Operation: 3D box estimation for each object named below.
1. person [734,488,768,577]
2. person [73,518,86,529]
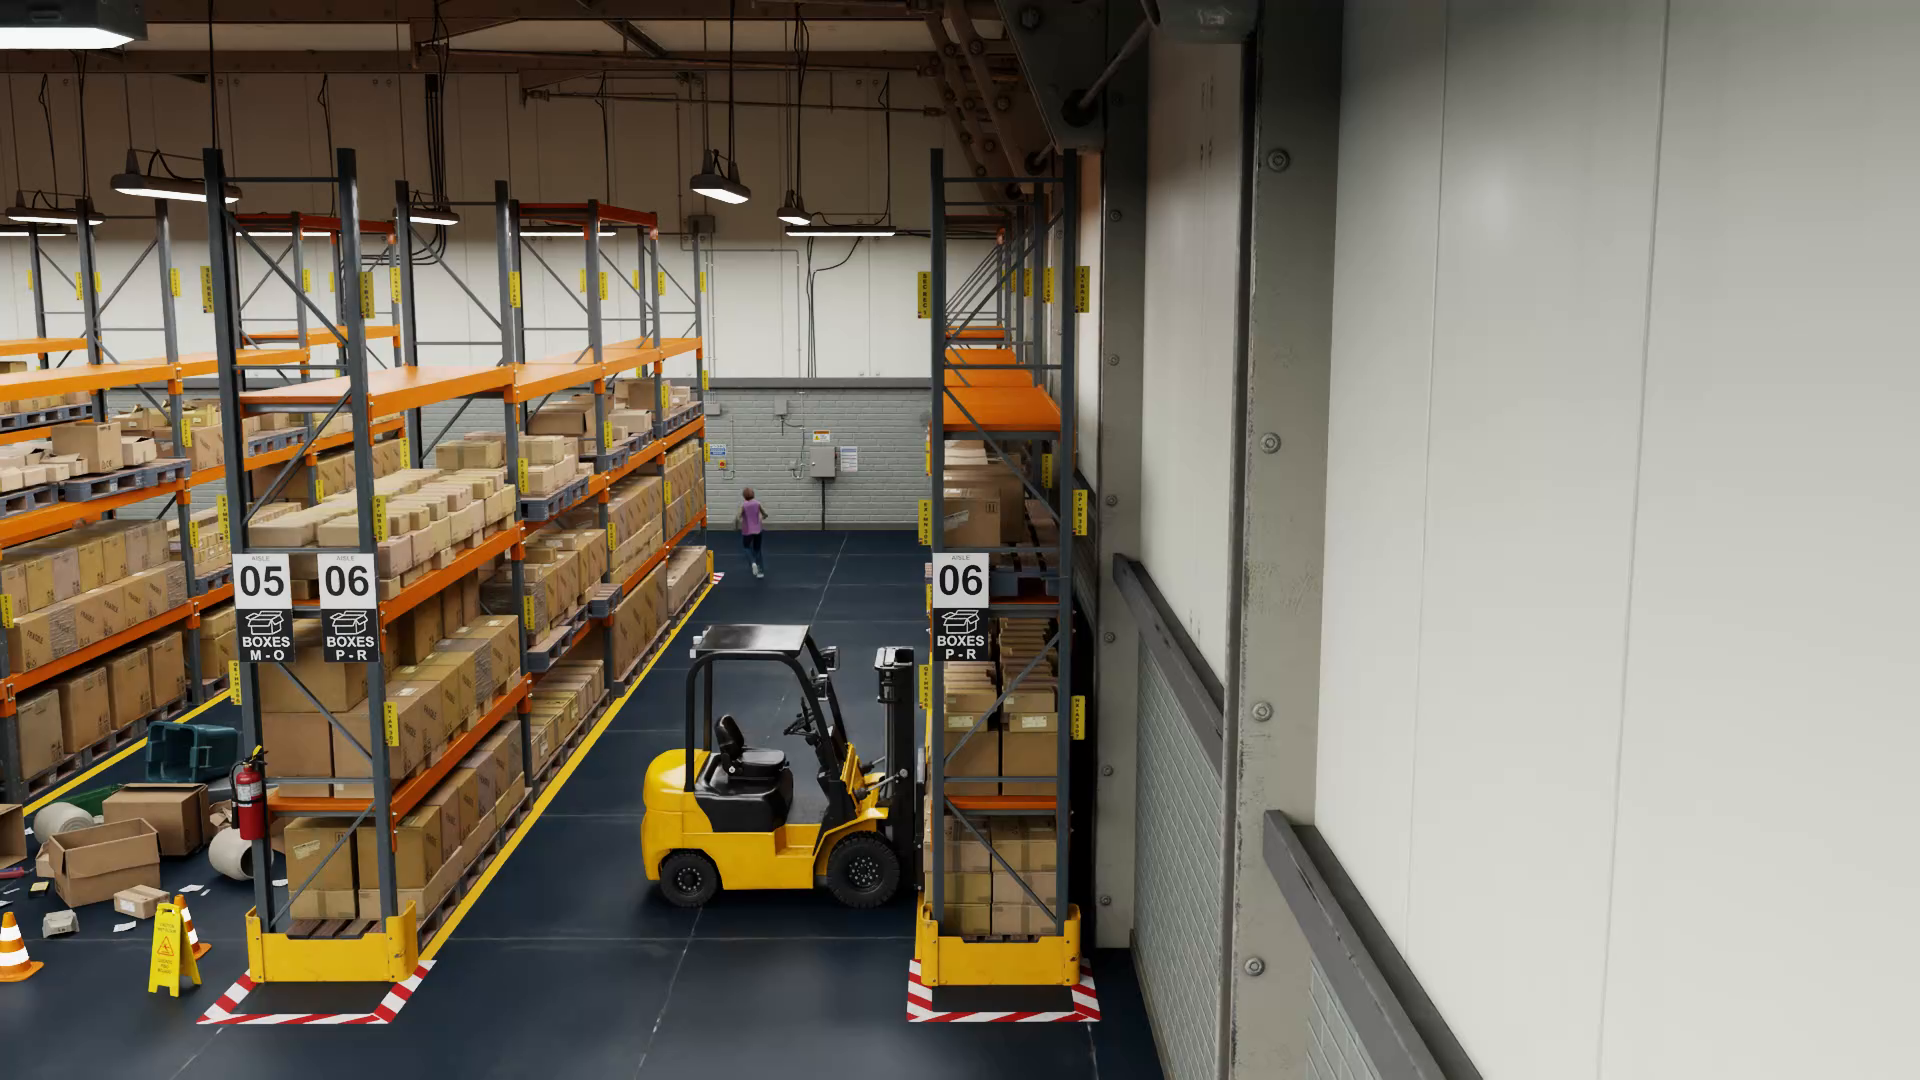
[{"bbox_3d":[-3.593,-0.132,28.407,0.618,1.556,0.498,-4,10,-23],"label":"person"},{"bbox_3d":[-12.799,0.477,24.333,0.538,1.651,0.762,-1,9,-4],"label":"person"}]
